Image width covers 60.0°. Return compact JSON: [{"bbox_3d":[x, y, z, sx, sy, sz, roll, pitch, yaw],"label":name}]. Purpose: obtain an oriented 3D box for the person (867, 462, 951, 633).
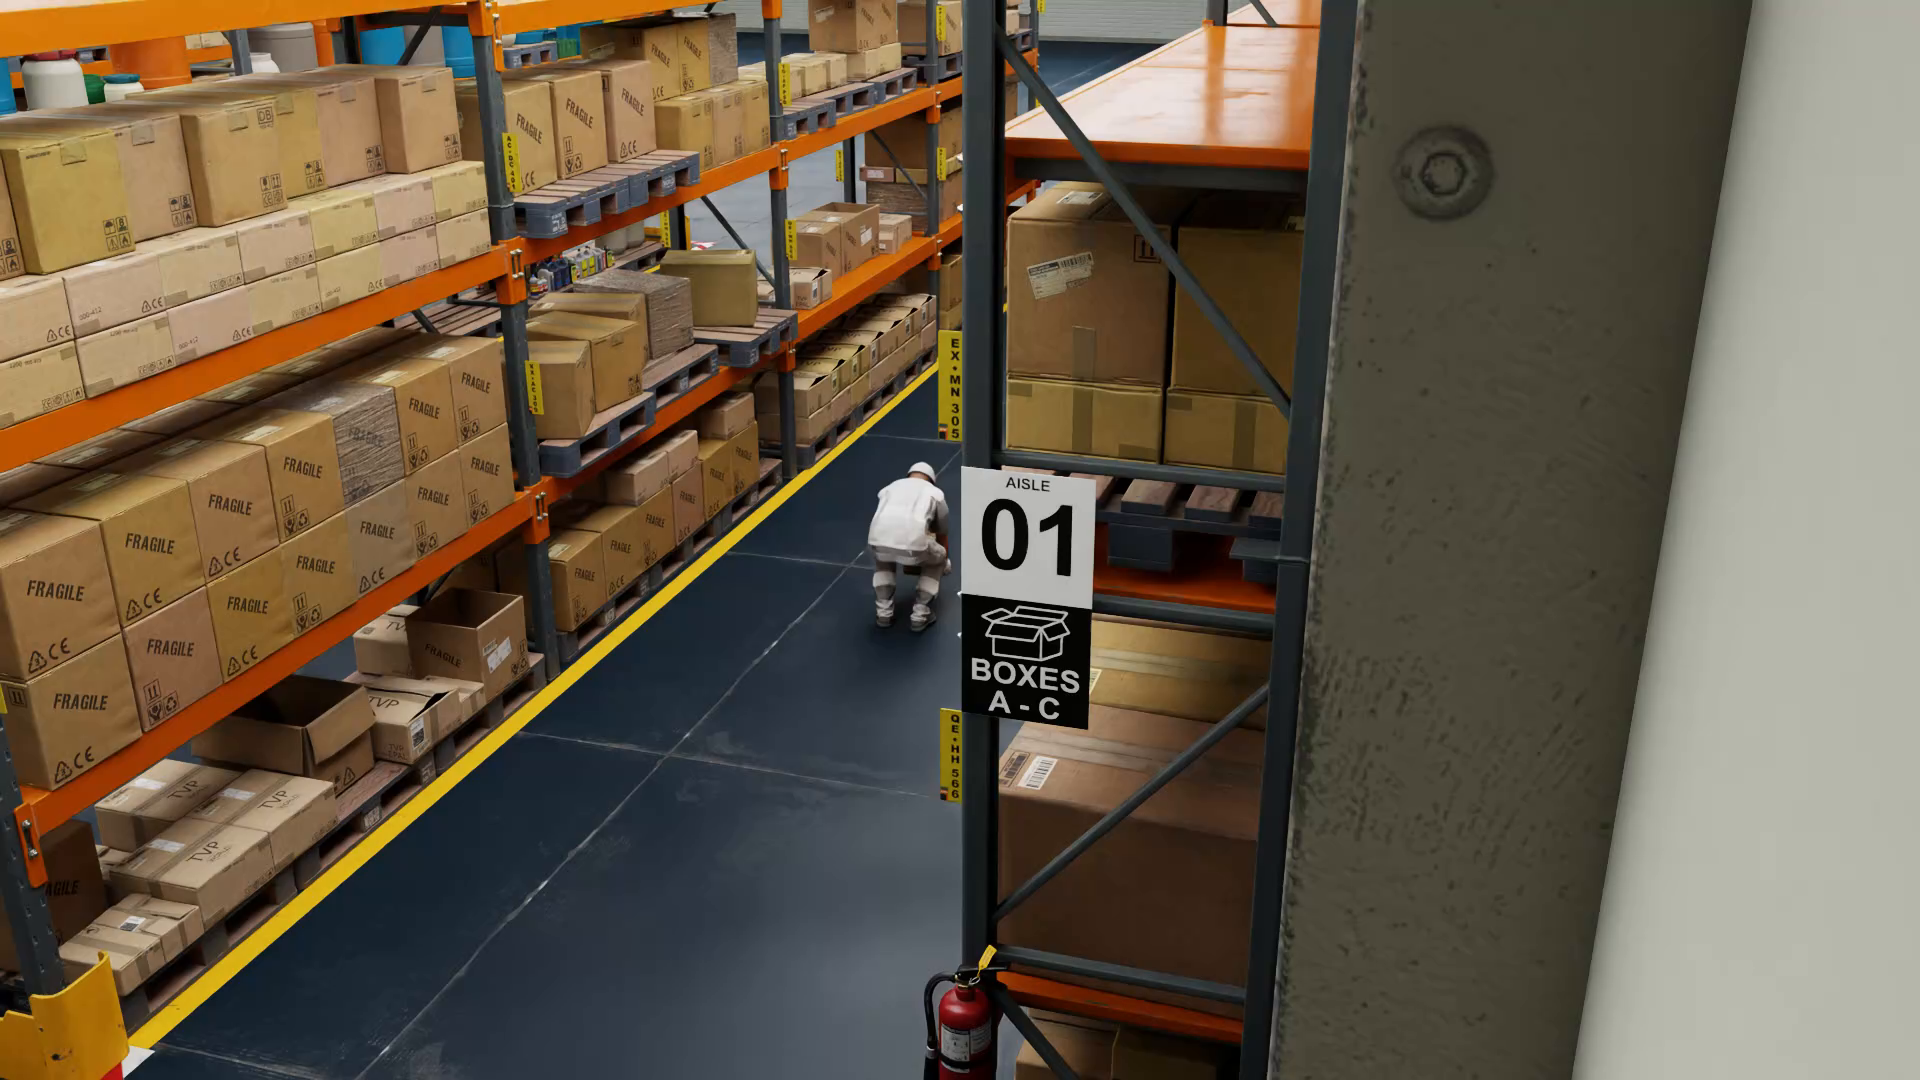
[{"bbox_3d":[-0.342,0.054,11.398,0.536,0.985,0.946,6,22,14],"label":"person"}]
